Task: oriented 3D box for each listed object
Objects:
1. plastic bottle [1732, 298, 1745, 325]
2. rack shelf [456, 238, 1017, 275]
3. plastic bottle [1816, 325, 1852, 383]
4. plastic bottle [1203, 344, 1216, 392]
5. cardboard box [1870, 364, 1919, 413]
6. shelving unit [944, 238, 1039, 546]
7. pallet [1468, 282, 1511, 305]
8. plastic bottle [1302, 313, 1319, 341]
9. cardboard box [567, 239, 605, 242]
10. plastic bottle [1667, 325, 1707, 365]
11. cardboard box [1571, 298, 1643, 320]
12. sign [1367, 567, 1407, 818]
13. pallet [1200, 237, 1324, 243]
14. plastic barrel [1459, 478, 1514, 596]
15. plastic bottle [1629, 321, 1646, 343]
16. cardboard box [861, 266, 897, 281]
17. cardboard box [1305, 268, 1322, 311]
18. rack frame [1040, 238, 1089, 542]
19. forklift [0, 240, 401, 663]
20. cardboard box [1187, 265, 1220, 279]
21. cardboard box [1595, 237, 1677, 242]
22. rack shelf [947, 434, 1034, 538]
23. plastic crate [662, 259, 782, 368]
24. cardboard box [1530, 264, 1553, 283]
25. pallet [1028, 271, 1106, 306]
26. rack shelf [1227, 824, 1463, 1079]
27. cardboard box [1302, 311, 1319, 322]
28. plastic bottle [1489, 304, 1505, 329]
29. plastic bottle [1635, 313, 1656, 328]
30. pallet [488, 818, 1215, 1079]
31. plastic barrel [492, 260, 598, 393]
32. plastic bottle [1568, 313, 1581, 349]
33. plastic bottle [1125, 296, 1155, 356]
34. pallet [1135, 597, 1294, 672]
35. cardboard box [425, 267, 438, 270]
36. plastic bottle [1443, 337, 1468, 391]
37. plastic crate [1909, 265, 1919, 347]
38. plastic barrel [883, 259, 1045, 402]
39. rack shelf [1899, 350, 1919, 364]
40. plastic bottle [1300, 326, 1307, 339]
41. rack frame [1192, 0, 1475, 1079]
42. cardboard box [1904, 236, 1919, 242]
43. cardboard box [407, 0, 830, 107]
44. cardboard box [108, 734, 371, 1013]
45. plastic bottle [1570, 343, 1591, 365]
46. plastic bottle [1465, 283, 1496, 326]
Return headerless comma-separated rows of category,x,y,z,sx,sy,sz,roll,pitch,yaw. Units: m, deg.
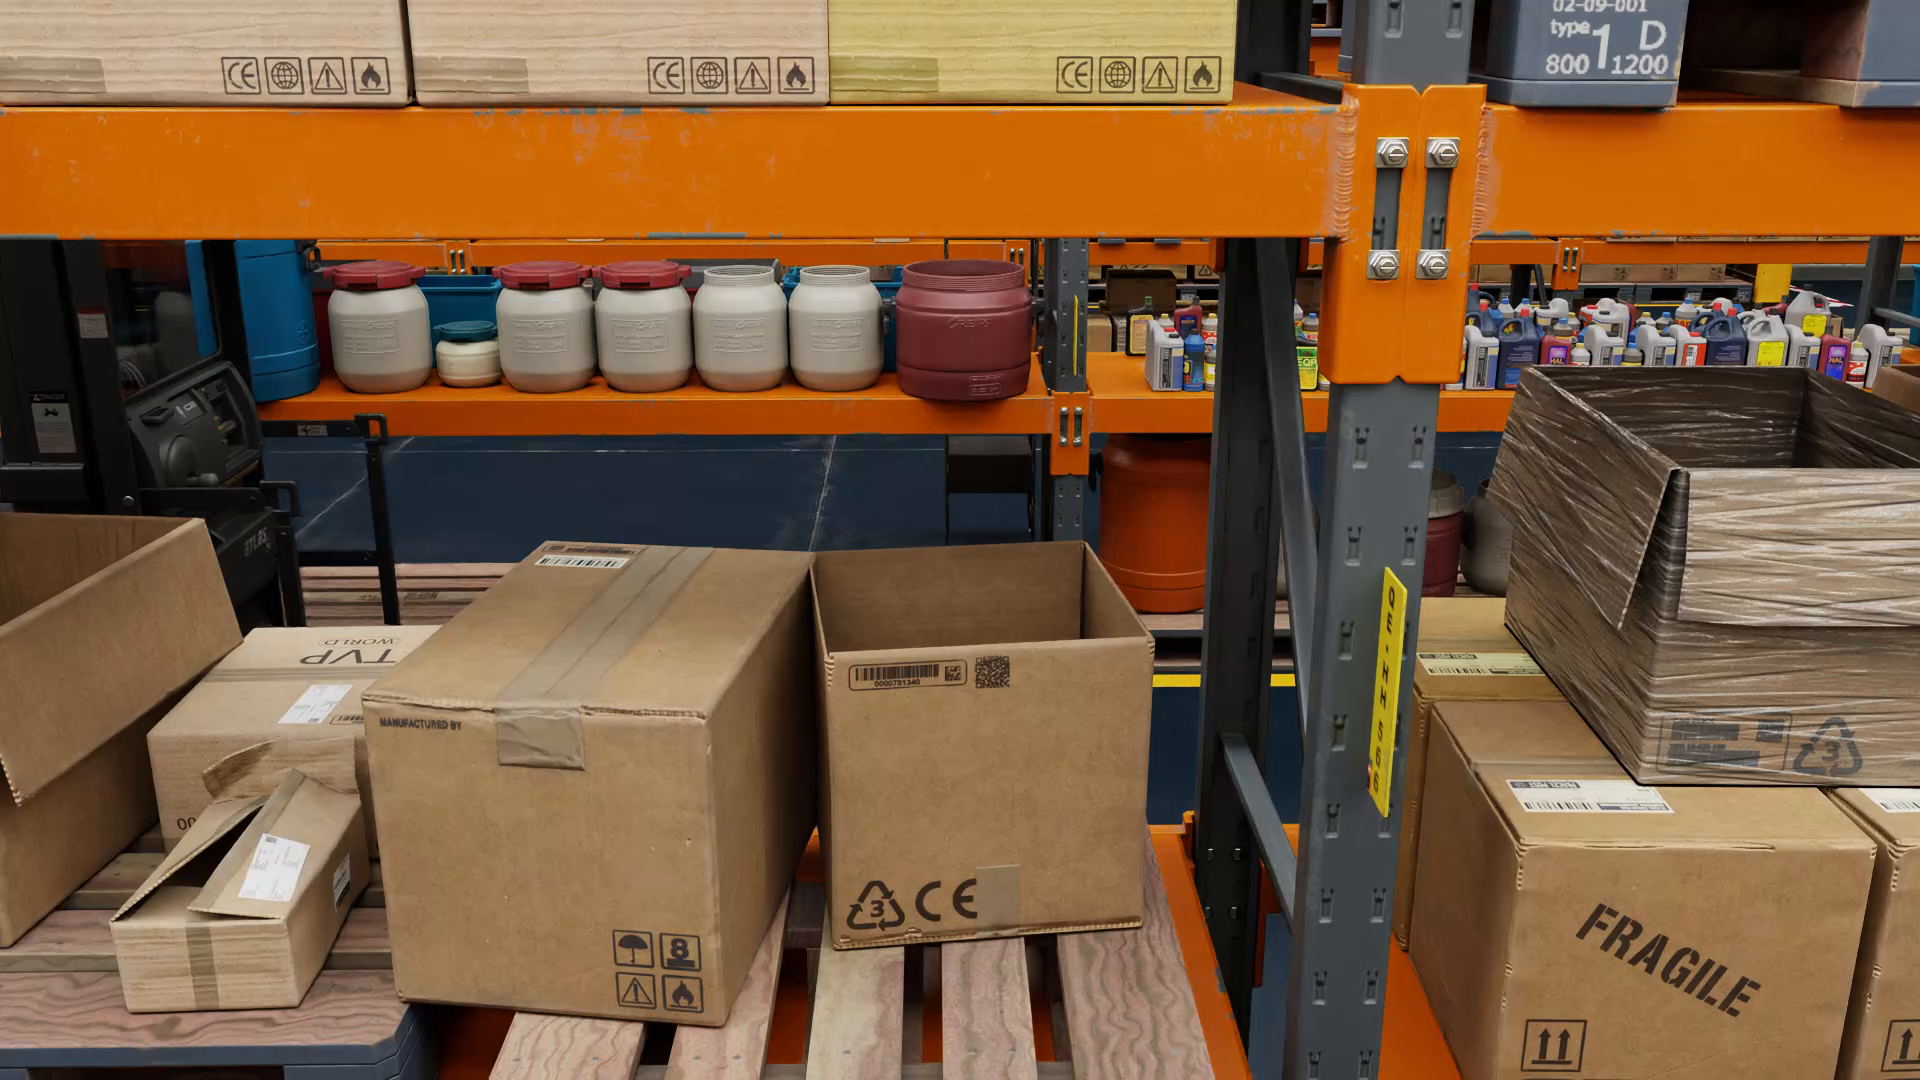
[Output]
plastic bottle,3.756,-1.039,8.088,0.097,0.271,0.097,0,18,0
rack shelf,-1.599,-2.121,12.426,4.000,0.370,1.077,0,18,-1
plastic bottle,3.855,-0.808,7.347,0.133,0.283,0.061,0,18,-1
plastic bottle,1.127,-0.761,7.336,0.097,0.201,0.097,0,18,0
cardboard box,1.936,0.026,2.748,0.637,0.503,0.797,0,18,0
shelving unit,0.166,-1.001,9.229,0.503,2.100,0.431,0,18,-1
pallet,5.080,-2.657,17.485,1.213,0.211,1.003,0,18,-1
plastic bottle,1.706,-0.996,8.067,0.097,0.201,0.097,0,18,0
cardboard box,-2.710,-2.276,12.143,0.250,0.149,0.380,0,18,-1
plastic bottle,3.216,-0.815,7.382,0.135,0.276,0.152,0,18,-1
cardboard box,4.965,-1.601,12.999,0.500,0.500,0.500,0,18,-1
sign,0.571,0.205,2.233,0.005,0.325,0.100,0,18,-1
pallet,2.345,-2.392,12.409,1.213,0.211,1.003,0,18,-1
plastic barrel,2.656,-0.018,8.080,0.421,0.512,0.421,0,18,0
plastic bottle,3.061,-0.851,7.499,0.097,0.271,0.097,0,18,0
cardboard box,-0.917,-3.019,17.419,0.500,0.500,0.700,0,18,-1
cardboard box,2.913,-1.936,12.816,0.500,0.250,0.500,0,18,-1
rack frame,0.475,-0.960,7.630,0.127,3.000,1.000,0,18,-1
forklift,-2.624,-0.453,6.161,3.031,2.935,1.130,0,18,-1
cardboard box,2.782,-3.133,17.237,0.750,0.750,0.750,0,18,1
cardboard box,4.914,-2.459,12.139,0.500,0.500,0.500,0,18,1
rack shelf,0.166,-0.321,9.447,0.480,0.518,0.431,0,18,-1
plastic crate,-1.145,-1.076,7.887,0.583,0.464,0.402,0,18,-1
cardboard box,6.083,-2.990,17.364,0.500,0.500,0.700,0,18,0
pallet,1.108,-2.639,17.428,1.213,0.211,1.003,0,18,-1
rack shelf,2.553,0.886,3.054,4.000,0.370,1.077,0,18,-1
cardboard box,2.407,-1.416,12.424,0.500,0.500,0.500,-1,18,-3
plastic bottle,2.539,-0.989,7.932,0.097,0.271,0.097,0,18,0
plastic bottle,3.329,-1.004,8.092,0.097,0.201,0.097,0,18,0
pallet,-0.157,0.680,2.831,1.003,0.211,1.213,0,18,-1
plastic barrel,-1.831,-0.947,7.365,0.433,0.535,0.433,0,18,0
plastic bottle,2.964,-1.002,8.086,0.097,0.201,0.097,0,18,0
plastic bottle,0.873,-1.037,8.060,0.133,0.283,0.061,0,18,-1
pallet,1.263,0.351,8.107,1.213,0.211,1.003,0,18,-1
cardboard box,-5.683,-2.933,17.153,0.500,0.500,0.700,-1,18,-4
plastic bottle,2.184,-0.800,7.341,0.097,0.271,0.097,0,18,0
plastic crate,4.936,-1.107,8.015,0.575,0.384,0.392,0,18,-1
plastic barrel,0.016,-0.930,7.314,0.708,0.536,0.600,0,18,-1
rack shelf,6.474,-0.646,7.830,4.000,0.370,1.077,0,18,-1
plastic bottle,1.491,-0.815,7.389,0.097,0.271,0.097,0,18,0
rack frame,0.553,0.554,2.911,0.053,2.616,0.949,0,18,-1
cardboard box,6.939,-2.470,12.171,0.500,0.500,0.500,0,18,0
cardboard box,-0.414,-0.721,2.218,0.500,0.250,0.500,0,18,-1
cardboard box,-1.110,0.507,2.588,0.258,0.266,0.396,-1,18,-2
plastic bottle,2.734,-0.769,7.360,0.097,0.201,0.097,0,18,0
plastic bottle,2.494,-1.064,8.034,0.185,0.351,0.144,0,18,-1
